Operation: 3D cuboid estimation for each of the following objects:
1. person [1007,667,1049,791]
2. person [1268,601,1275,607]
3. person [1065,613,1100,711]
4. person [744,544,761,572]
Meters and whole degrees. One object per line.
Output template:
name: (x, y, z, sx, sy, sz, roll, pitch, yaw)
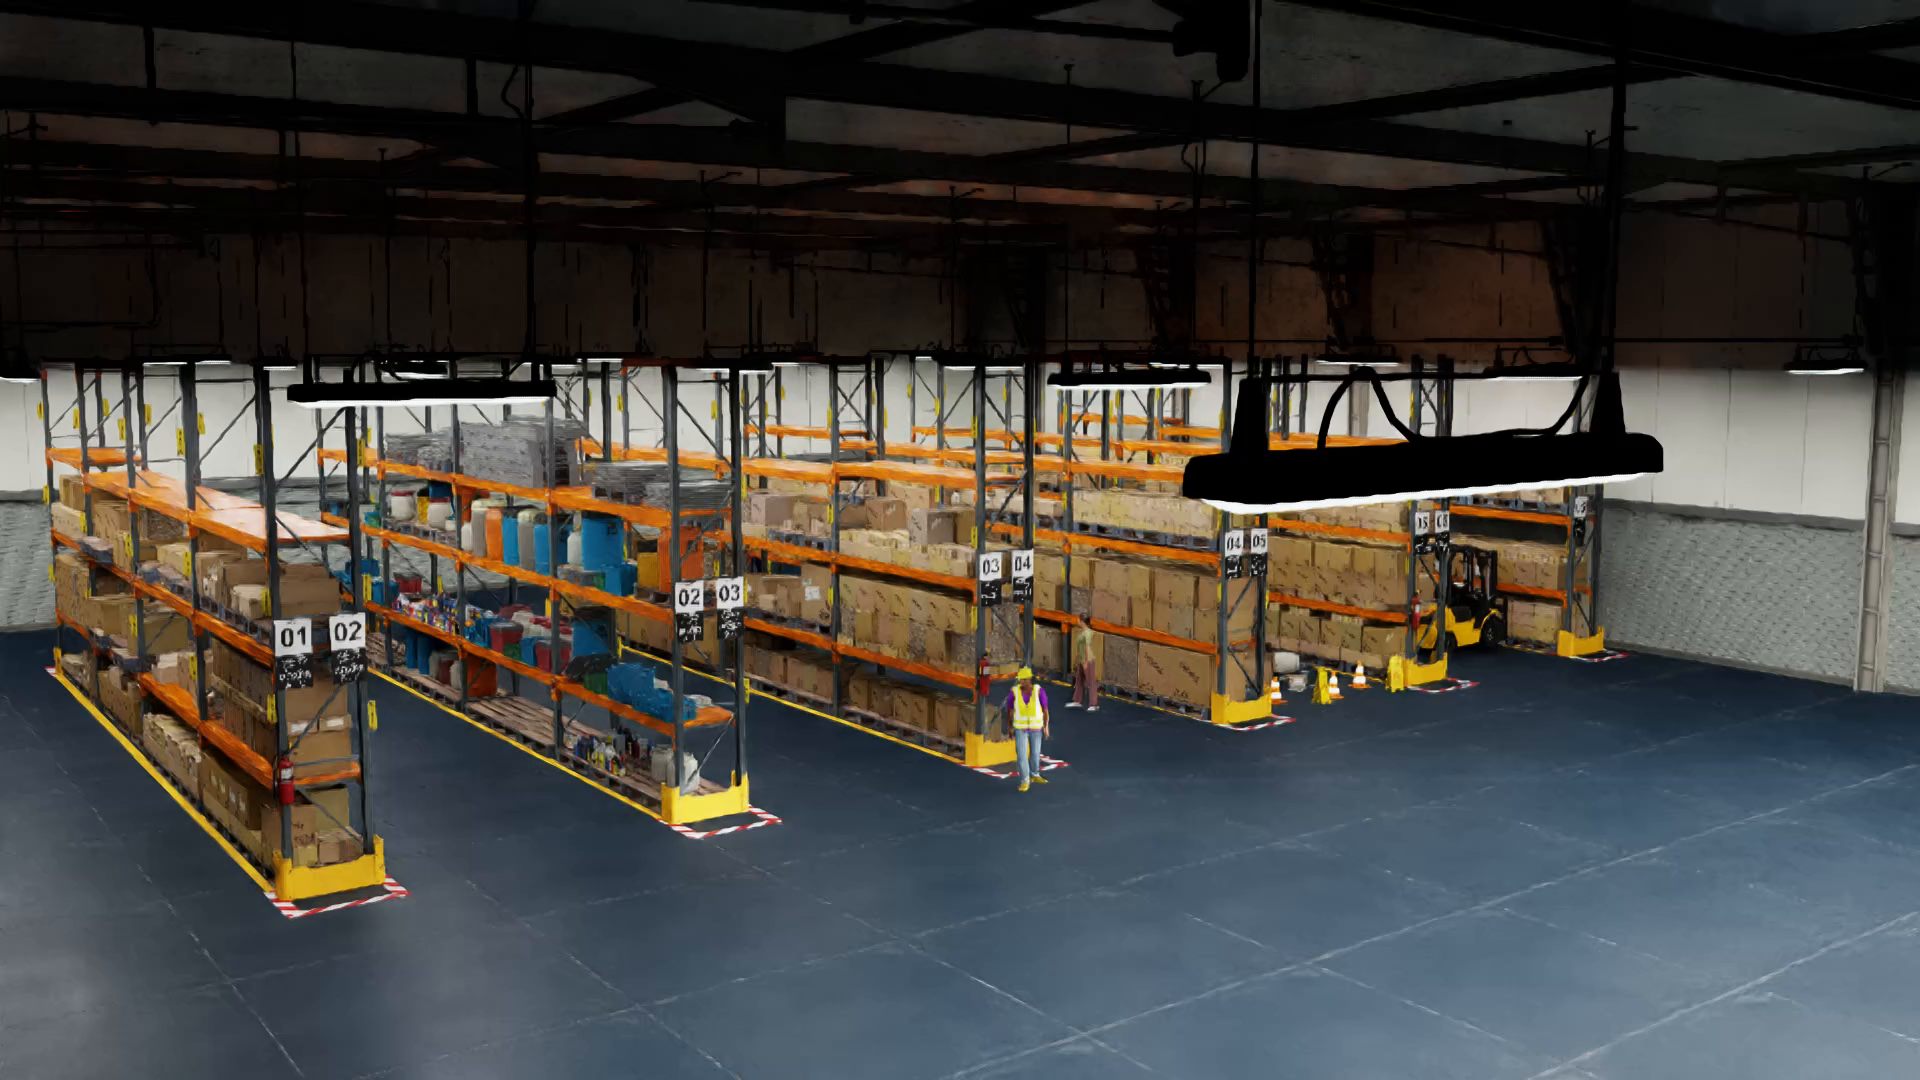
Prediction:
person: (0.964, 2.644, 23.572, 0.600, 1.753, 0.571, 0, 7, 0)
person: (6.790, 1.107, 36.064, 0.551, 1.782, 0.636, -1, 7, -6)
person: (2.107, 2.070, 28.495, 0.569, 1.668, 0.558, -1, 7, -9)
person: (-5.273, 0.398, 42.740, 0.541, 1.633, 0.550, 0, 7, 1)
